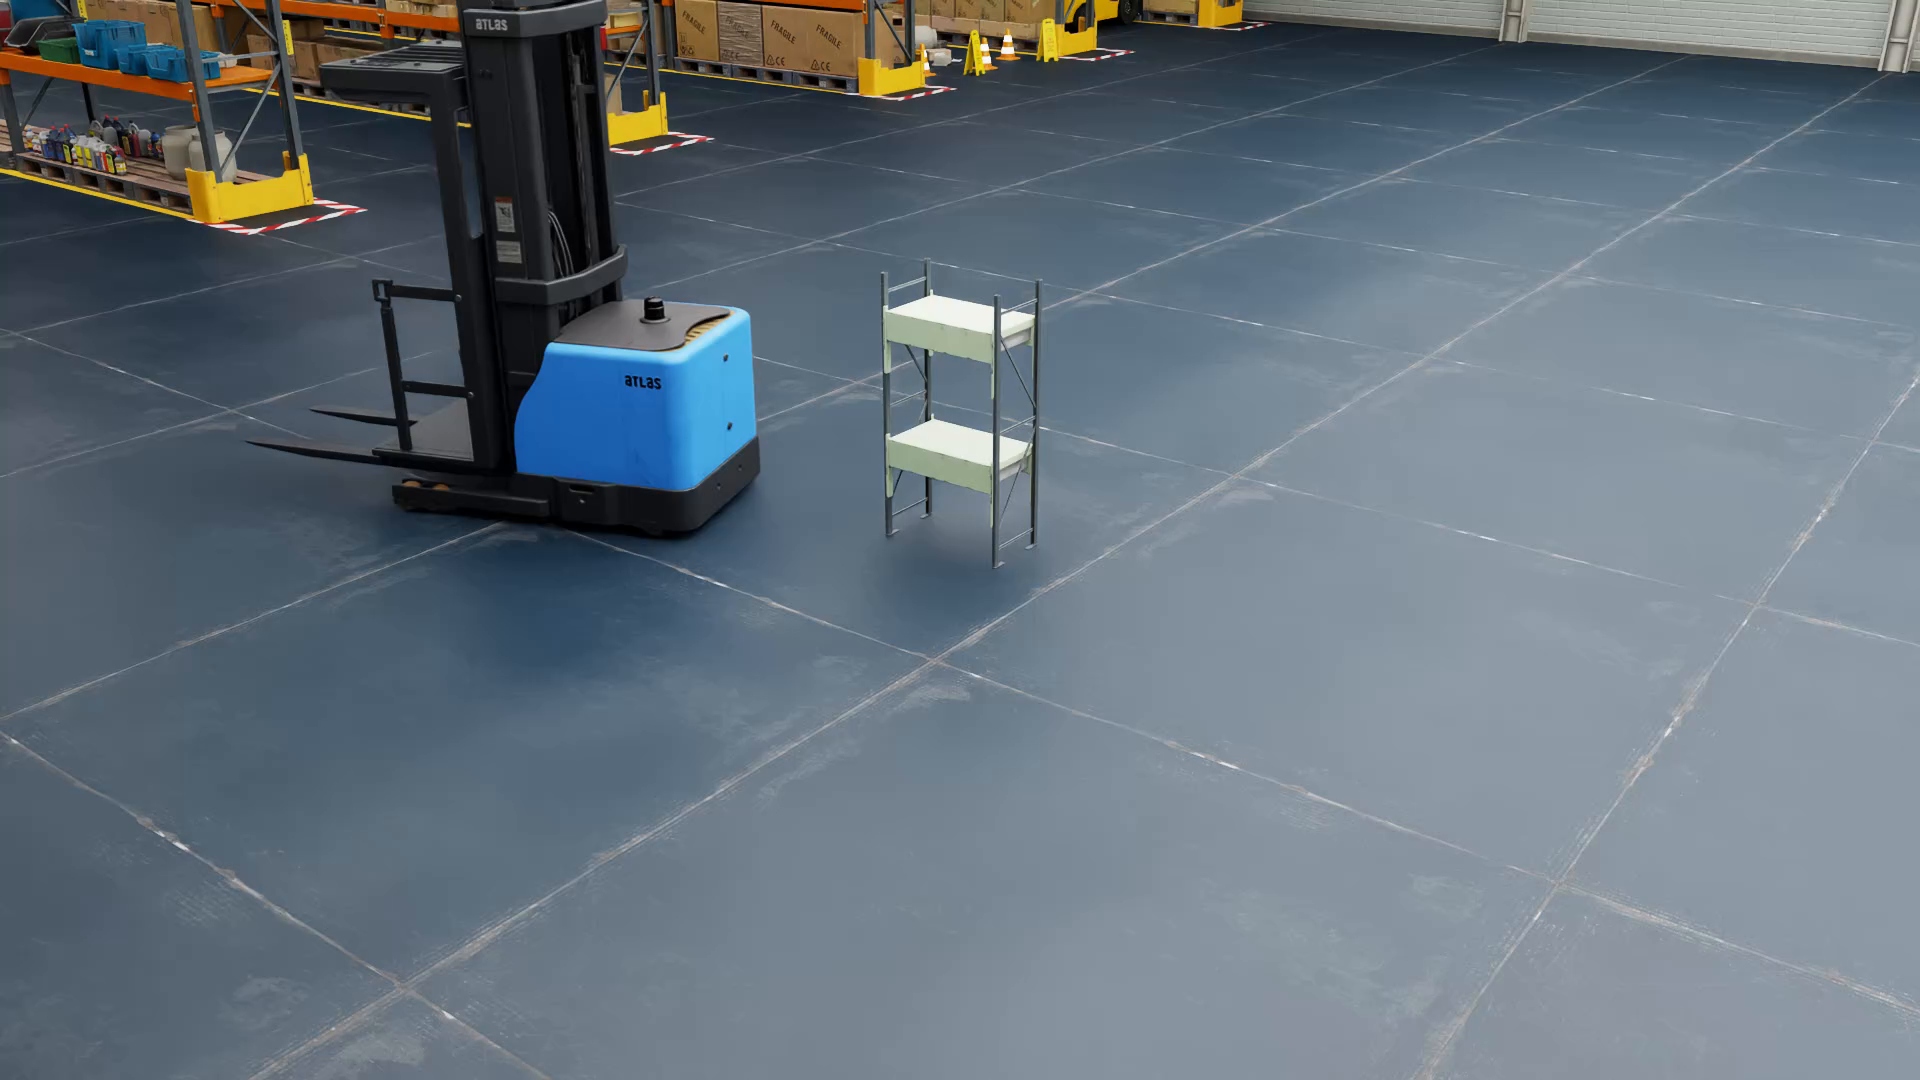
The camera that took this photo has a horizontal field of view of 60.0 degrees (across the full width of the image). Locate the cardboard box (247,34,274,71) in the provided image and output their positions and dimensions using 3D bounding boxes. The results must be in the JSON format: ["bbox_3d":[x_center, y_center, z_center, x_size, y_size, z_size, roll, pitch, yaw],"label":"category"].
[{"bbox_3d":[-9.902,-7.122,24.248,0.500,0.500,0.700,15,28,31],"label":"cardboard box"}]

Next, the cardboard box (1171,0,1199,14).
[{"bbox_3d":[4.303,-10.031,31.185,0.500,0.250,0.500,17,29,34],"label":"cardboard box"}]

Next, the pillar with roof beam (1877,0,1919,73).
[{"bbox_3d":[11.872,-9.999,20.783,0.400,9.000,9.100,17,29,33],"label":"pillar with roof beam"}]

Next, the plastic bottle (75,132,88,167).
[{"bbox_3d":[-9.332,-4.166,17.725,0.185,0.351,0.144,17,29,33],"label":"plastic bottle"}]

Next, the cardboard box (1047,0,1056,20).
[{"bbox_3d":[1.396,-9.050,28.028,0.500,0.500,0.500,16,28,32],"label":"cardboard box"}]

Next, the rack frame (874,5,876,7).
[{"bbox_3d":[-1.306,-10.450,29.247,0.127,3.000,1.000,17,29,33],"label":"rack frame"}]

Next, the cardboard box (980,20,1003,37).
[{"bbox_3d":[0.677,-8.653,28.059,0.500,0.250,0.500,17,29,33],"label":"cardboard box"}]

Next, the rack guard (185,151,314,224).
[{"bbox_3d":[-7.108,-3.547,16.680,0.348,0.500,1.175,17,29,33],"label":"rack guard"}]

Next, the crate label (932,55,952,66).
[{"bbox_3d":[-0.283,-7.590,26.307,0.298,0.136,0.250,3,24,6],"label":"crate label"}]

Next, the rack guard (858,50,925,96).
[{"bbox_3d":[-0.974,-6.712,23.863,0.348,0.500,1.175,17,29,33],"label":"rack guard"}]

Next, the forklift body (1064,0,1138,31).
[{"bbox_3d":[2.257,-10.567,30.565,1.214,2.155,2.313,17,29,33],"label":"forklift body"}]

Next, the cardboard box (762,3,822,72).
[{"bbox_3d":[-2.281,-7.436,24.521,0.875,0.875,0.875,16,29,32],"label":"cardboard box"}]

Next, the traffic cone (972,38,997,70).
[{"bbox_3d":[0.383,-7.569,25.856,0.334,0.463,0.336,17,29,33],"label":"traffic cone"}]

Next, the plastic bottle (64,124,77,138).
[{"bbox_3d":[-9.737,-4.361,18.168,0.185,0.351,0.144,17,29,33],"label":"plastic bottle"}]

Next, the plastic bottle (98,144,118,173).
[{"bbox_3d":[-8.937,-4.015,17.474,0.135,0.276,0.152,17,29,34],"label":"plastic bottle"}]

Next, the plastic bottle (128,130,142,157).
[{"bbox_3d":[-9.056,-4.351,18.227,0.133,0.283,0.061,17,29,33],"label":"plastic bottle"}]

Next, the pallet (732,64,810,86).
[{"bbox_3d":[-2.652,-7.049,24.986,1.213,0.211,1.003,17,29,33],"label":"pallet"}]

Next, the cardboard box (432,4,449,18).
[{"bbox_3d":[-6.468,-6.741,21.142,0.250,0.149,0.380,17,29,33],"label":"cardboard box"}]

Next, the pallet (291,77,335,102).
[{"bbox_3d":[-8.854,-6.459,23.648,1.213,0.211,1.003,17,29,33],"label":"pallet"}]

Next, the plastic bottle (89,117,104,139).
[{"bbox_3d":[-9.618,-4.535,18.561,0.185,0.351,0.144,17,29,33],"label":"plastic bottle"}]

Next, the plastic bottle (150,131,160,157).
[{"bbox_3d":[-8.800,-4.335,18.207,0.097,0.271,0.097,0,24,0],"label":"plastic bottle"}]

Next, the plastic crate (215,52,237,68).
[{"bbox_3d":[-7.543,-4.887,16.948,0.250,0.136,0.298,17,29,33],"label":"plastic crate"}]

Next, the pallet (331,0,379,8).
[{"bbox_3d":[-7.774,-7.397,22.555,1.213,0.211,1.003,17,29,33],"label":"pallet"}]

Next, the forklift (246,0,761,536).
[{"bbox_3d":[-2.775,-1.689,9.447,3.031,2.935,1.130,7,25,15],"label":"forklift"}]

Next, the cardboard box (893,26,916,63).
[{"bbox_3d":[-1.029,-7.948,26.666,0.637,0.503,0.797,-1,24,-3],"label":"cardboard box"}]

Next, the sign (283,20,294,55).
[{"bbox_3d":[-6.686,-4.991,16.513,0.005,0.325,0.100,17,29,33],"label":"sign"}]

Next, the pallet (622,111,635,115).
[{"bbox_3d":[-4.739,-5.236,20.871,1.213,0.211,1.003,17,29,33],"label":"pallet"}]

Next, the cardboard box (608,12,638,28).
[{"bbox_3d":[-4.134,-6.316,20.177,0.250,0.149,0.380,17,29,33],"label":"cardboard box"}]

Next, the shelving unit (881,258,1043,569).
[{"bbox_3d":[0.005,-0.685,8.944,0.755,1.500,0.431,17,29,33],"label":"shelving unit"}]

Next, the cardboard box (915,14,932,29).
[{"bbox_3d":[-0.562,-9.029,28.911,0.500,0.250,0.500,19,30,36],"label":"cardboard box"}]

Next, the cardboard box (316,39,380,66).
[{"bbox_3d":[-8.546,-6.722,23.341,0.500,0.500,0.700,14,27,29],"label":"cardboard box"}]

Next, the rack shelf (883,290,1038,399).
[{"bbox_3d":[0.005,-1.042,8.787,0.720,0.370,0.431,17,29,33],"label":"rack shelf"}]

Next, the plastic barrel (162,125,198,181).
[{"bbox_3d":[-7.993,-3.997,17.166,0.421,0.512,0.421,0,24,0],"label":"plastic barrel"}]

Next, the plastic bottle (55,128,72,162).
[{"bbox_3d":[-9.672,-4.269,17.959,0.185,0.351,0.144,15,28,31],"label":"plastic bottle"}]

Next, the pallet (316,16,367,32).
[{"bbox_3d":[-11.154,-9.638,30.863,1.213,0.211,1.003,17,29,33],"label":"pallet"}]

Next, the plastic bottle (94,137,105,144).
[{"bbox_3d":[-9.263,-4.186,17.863,0.135,0.276,0.152,17,29,33],"label":"plastic bottle"}]

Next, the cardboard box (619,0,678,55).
[{"bbox_3d":[-4.745,-8.112,26.211,0.750,0.750,1.050,17,29,33],"label":"cardboard box"}]

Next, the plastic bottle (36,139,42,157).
[{"bbox_3d":[-10.065,-4.308,18.232,0.097,0.201,0.097,0,24,0],"label":"plastic bottle"}]

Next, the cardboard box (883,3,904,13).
[{"bbox_3d":[-0.996,-9.497,29.044,0.500,0.500,0.500,18,30,36],"label":"cardboard box"}]

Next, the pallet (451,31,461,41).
[{"bbox_3d":[-8.019,-8.709,28.755,1.213,0.211,1.003,17,29,33],"label":"pallet"}]

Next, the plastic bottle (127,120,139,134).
[{"bbox_3d":[-9.120,-4.457,18.384,0.185,0.351,0.144,17,29,33],"label":"plastic bottle"}]

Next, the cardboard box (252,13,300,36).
[{"bbox_3d":[-9.896,-7.468,24.104,0.500,0.250,0.500,18,30,35],"label":"cardboard box"}]

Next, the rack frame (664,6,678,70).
[{"bbox_3d":[-4.194,-8.829,25.567,0.127,3.000,1.000,17,29,33],"label":"rack frame"}]

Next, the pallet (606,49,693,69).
[{"bbox_3d":[-4.857,-7.715,26.498,1.213,0.211,1.003,17,29,33],"label":"pallet"}]

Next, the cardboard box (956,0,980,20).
[{"bbox_3d":[0.278,-9.119,28.185,0.500,0.500,0.500,16,28,32],"label":"cardboard box"}]

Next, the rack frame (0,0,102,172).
[{"bbox_3d":[-10.220,-5.655,18.364,0.127,3.000,1.000,17,29,33],"label":"rack frame"}]

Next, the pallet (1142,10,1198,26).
[{"bbox_3d":[4.231,-9.981,31.640,1.213,0.211,1.003,17,29,33],"label":"pallet"}]

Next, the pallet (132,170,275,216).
[{"bbox_3d":[-7.755,-3.613,17.188,1.213,0.211,1.003,17,29,33],"label":"pallet"}]

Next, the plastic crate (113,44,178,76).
[{"bbox_3d":[-8.116,-4.803,16.615,0.408,0.251,0.499,17,29,33],"label":"plastic crate"}]

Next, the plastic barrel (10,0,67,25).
[{"bbox_3d":[-10.348,-6.075,18.697,0.708,0.901,0.600,17,29,33],"label":"plastic barrel"}]

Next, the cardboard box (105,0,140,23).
[{"bbox_3d":[-12.412,-8.043,25.899,0.875,0.875,1.225,16,28,32],"label":"cardboard box"}]

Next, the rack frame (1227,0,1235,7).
[{"bbox_3d":[4.869,-11.085,30.689,0.127,3.000,1.000,17,29,33],"label":"rack frame"}]

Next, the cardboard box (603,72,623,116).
[{"bbox_3d":[-4.539,-5.490,20.570,0.500,0.500,0.500,-20,31,-38],"label":"cardboard box"}]

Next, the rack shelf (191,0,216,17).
[{"bbox_3d":[-12.051,-8.374,25.429,4.000,0.370,1.077,17,29,33],"label":"rack shelf"}]

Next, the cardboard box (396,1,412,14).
[{"bbox_3d":[-7.066,-6.924,21.556,0.250,0.149,0.380,17,29,33],"label":"cardboard box"}]

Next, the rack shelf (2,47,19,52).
[{"bbox_3d":[-11.821,-5.809,19.607,4.000,0.370,1.077,17,29,33],"label":"rack shelf"}]

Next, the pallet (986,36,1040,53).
[{"bbox_3d":[1.205,-8.433,28.128,1.213,0.211,1.003,17,29,33],"label":"pallet"}]

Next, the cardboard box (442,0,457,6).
[{"bbox_3d":[-6.087,-7.085,21.117,0.500,0.500,0.875,17,29,33],"label":"cardboard box"}]
